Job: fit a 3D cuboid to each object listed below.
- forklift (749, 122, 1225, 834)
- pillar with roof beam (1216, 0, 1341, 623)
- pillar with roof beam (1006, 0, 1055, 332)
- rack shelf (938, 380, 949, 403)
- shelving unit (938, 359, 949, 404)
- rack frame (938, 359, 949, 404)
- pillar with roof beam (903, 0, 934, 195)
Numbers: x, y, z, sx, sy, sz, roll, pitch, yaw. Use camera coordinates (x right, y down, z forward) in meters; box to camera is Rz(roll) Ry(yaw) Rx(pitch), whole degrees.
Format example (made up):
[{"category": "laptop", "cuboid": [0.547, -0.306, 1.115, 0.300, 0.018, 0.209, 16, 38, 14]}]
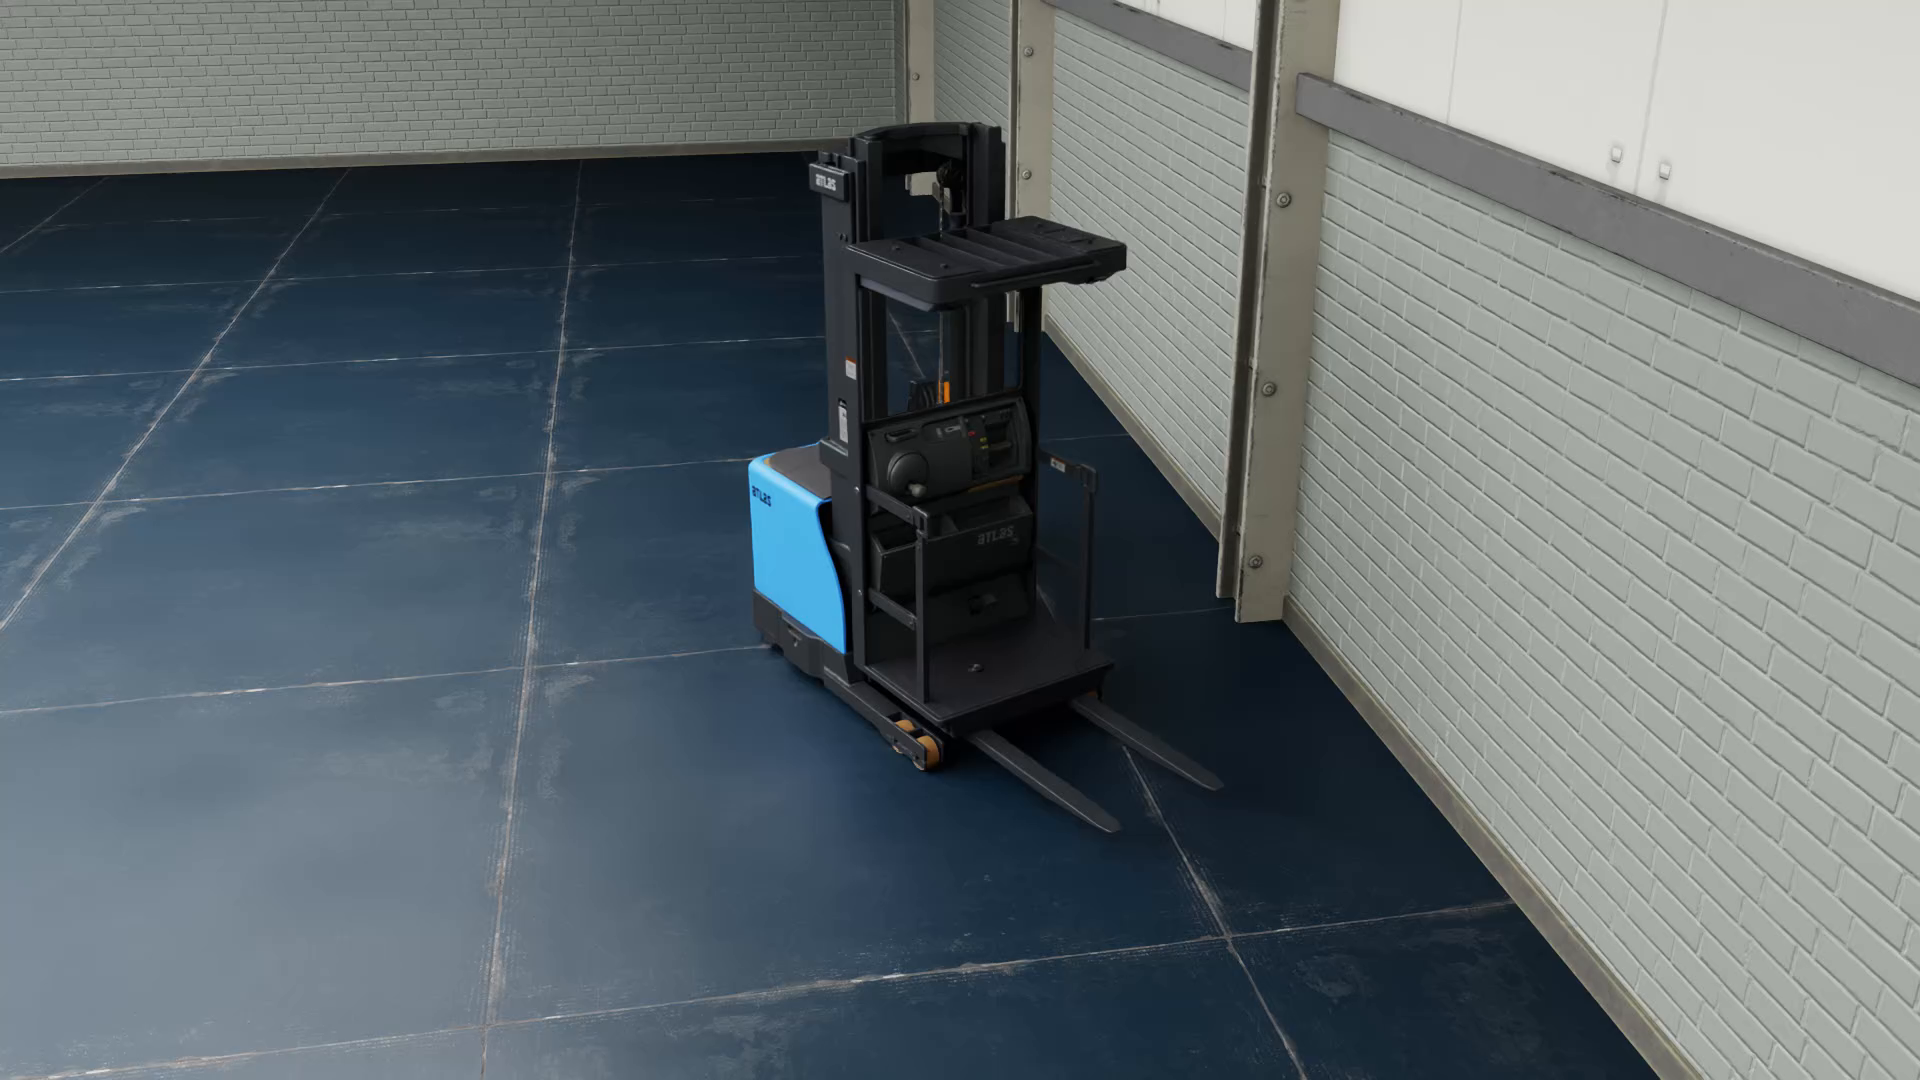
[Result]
[{"category": "forklift", "cuboid": [0.078, -0.433, 8.079, 1.130, 2.935, 3.031, -15, 28, -31]}, {"category": "pillar with roof beam", "cuboid": [-2.506, -3.414, 7.323, 9.100, 9.000, 0.400, -4, 24, -10]}, {"category": "pillar with roof beam", "cuboid": [-3.615, -5.774, 12.726, 9.100, 9.000, 0.400, -4, 24, -10]}, {"category": "rack shelf", "cuboid": [0.031, -0.845, 10.204, 0.258, 0.148, 0.480, -4, 24, -10]}, {"category": "shelving unit", "cuboid": [0.031, -0.485, 10.361, 0.258, 1.200, 0.503, -4, 24, -10]}, {"category": "rack frame", "cuboid": [-0.015, -0.581, 10.581, 0.240, 1.200, 0.015, -4, 24, -10]}, {"category": "pillar with roof beam", "cuboid": [-4.725, -8.134, 18.130, 9.100, 9.000, 0.400, -4, 24, -10]}]
